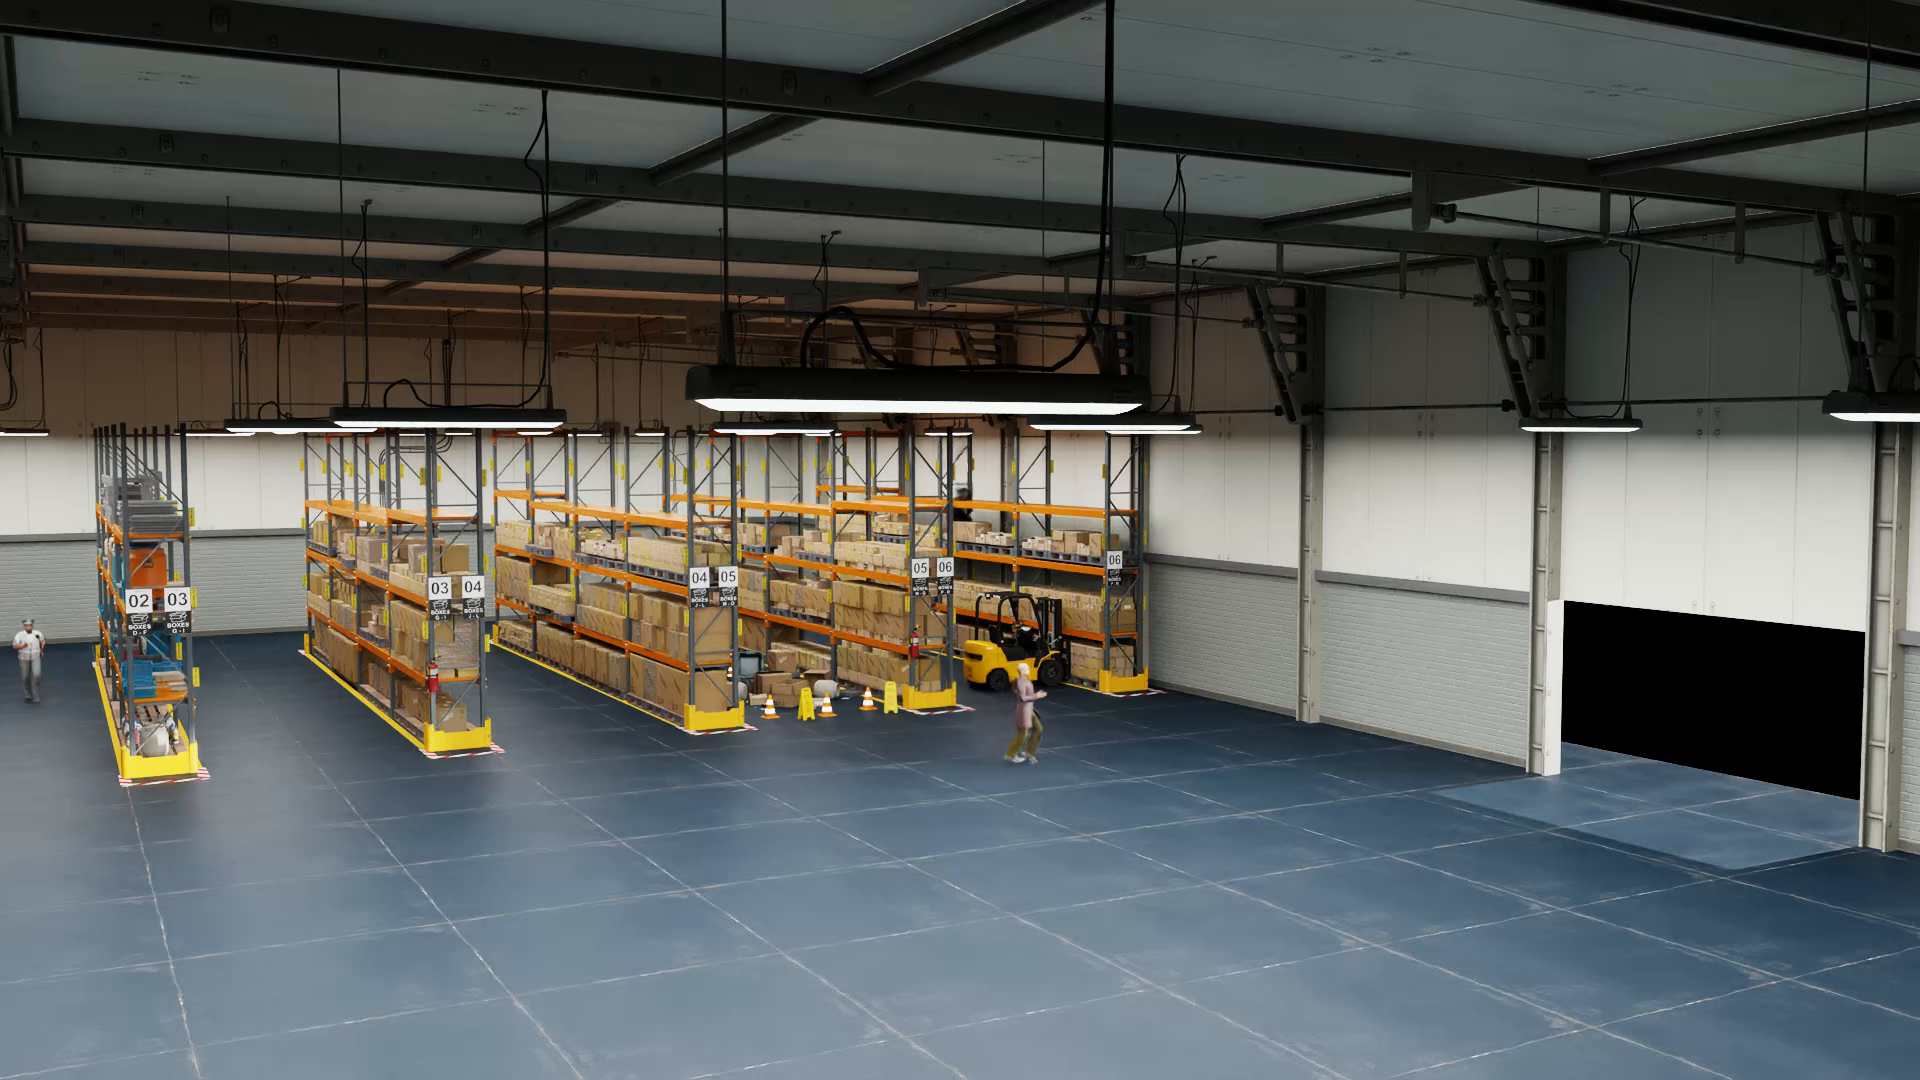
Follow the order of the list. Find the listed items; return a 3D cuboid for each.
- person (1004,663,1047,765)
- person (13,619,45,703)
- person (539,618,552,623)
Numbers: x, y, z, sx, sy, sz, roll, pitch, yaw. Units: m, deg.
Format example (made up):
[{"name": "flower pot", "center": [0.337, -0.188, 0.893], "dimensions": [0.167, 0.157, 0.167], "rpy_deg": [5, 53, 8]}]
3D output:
[{"name": "person", "center": [1.159, 3.068, 29.230], "dimensions": [0.776, 1.826, 0.685], "rpy_deg": [1, 4, 14]}, {"name": "person", "center": [-20.357, 2.630, 36.394], "dimensions": [0.642, 1.840, 0.762], "rpy_deg": [-2, 4, -34]}, {"name": "person", "center": [-12.076, 1.915, 48.675], "dimensions": [0.810, 1.734, 0.732], "rpy_deg": [-2, 4, -30]}]
